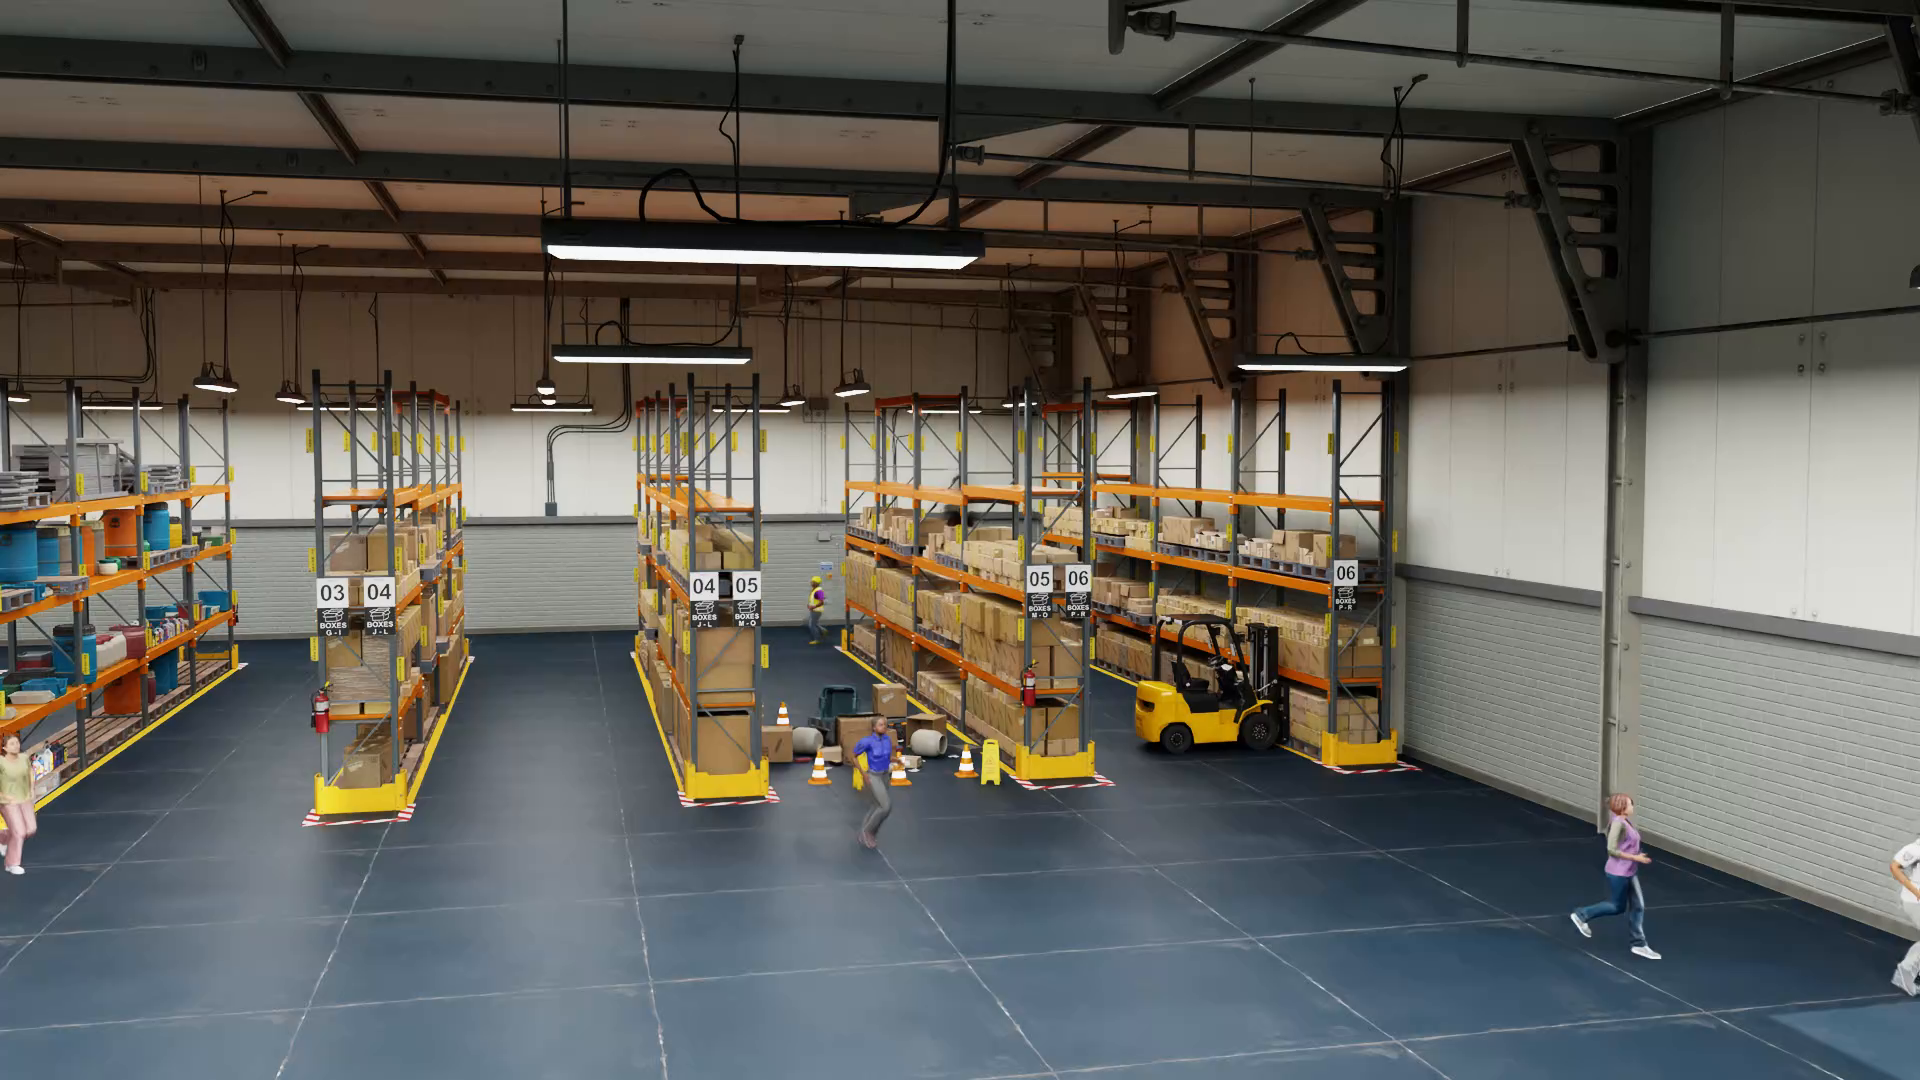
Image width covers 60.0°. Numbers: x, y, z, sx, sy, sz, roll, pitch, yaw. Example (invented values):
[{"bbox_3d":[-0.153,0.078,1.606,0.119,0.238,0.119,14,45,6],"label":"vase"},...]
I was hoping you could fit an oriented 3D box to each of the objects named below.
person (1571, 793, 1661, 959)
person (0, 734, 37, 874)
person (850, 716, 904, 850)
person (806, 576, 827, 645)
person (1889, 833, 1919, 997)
[{"bbox_3d":[6.447,3.265,16.301,0.839,1.591,0.538,2,4,35],"label":"person"},{"bbox_3d":[-11.101,3.074,19.454,0.616,1.641,0.591,2,4,27],"label":"person"},{"bbox_3d":[-0.993,3.000,20.599,0.652,1.651,0.552,2,4,36],"label":"person"},{"bbox_3d":[-3.555,1.757,41.486,0.553,1.715,0.742,-1,3,-14],"label":"person"},{"bbox_3d":[8.803,3.312,15.073,0.640,1.637,0.541,-2,4,-32],"label":"person"}]
